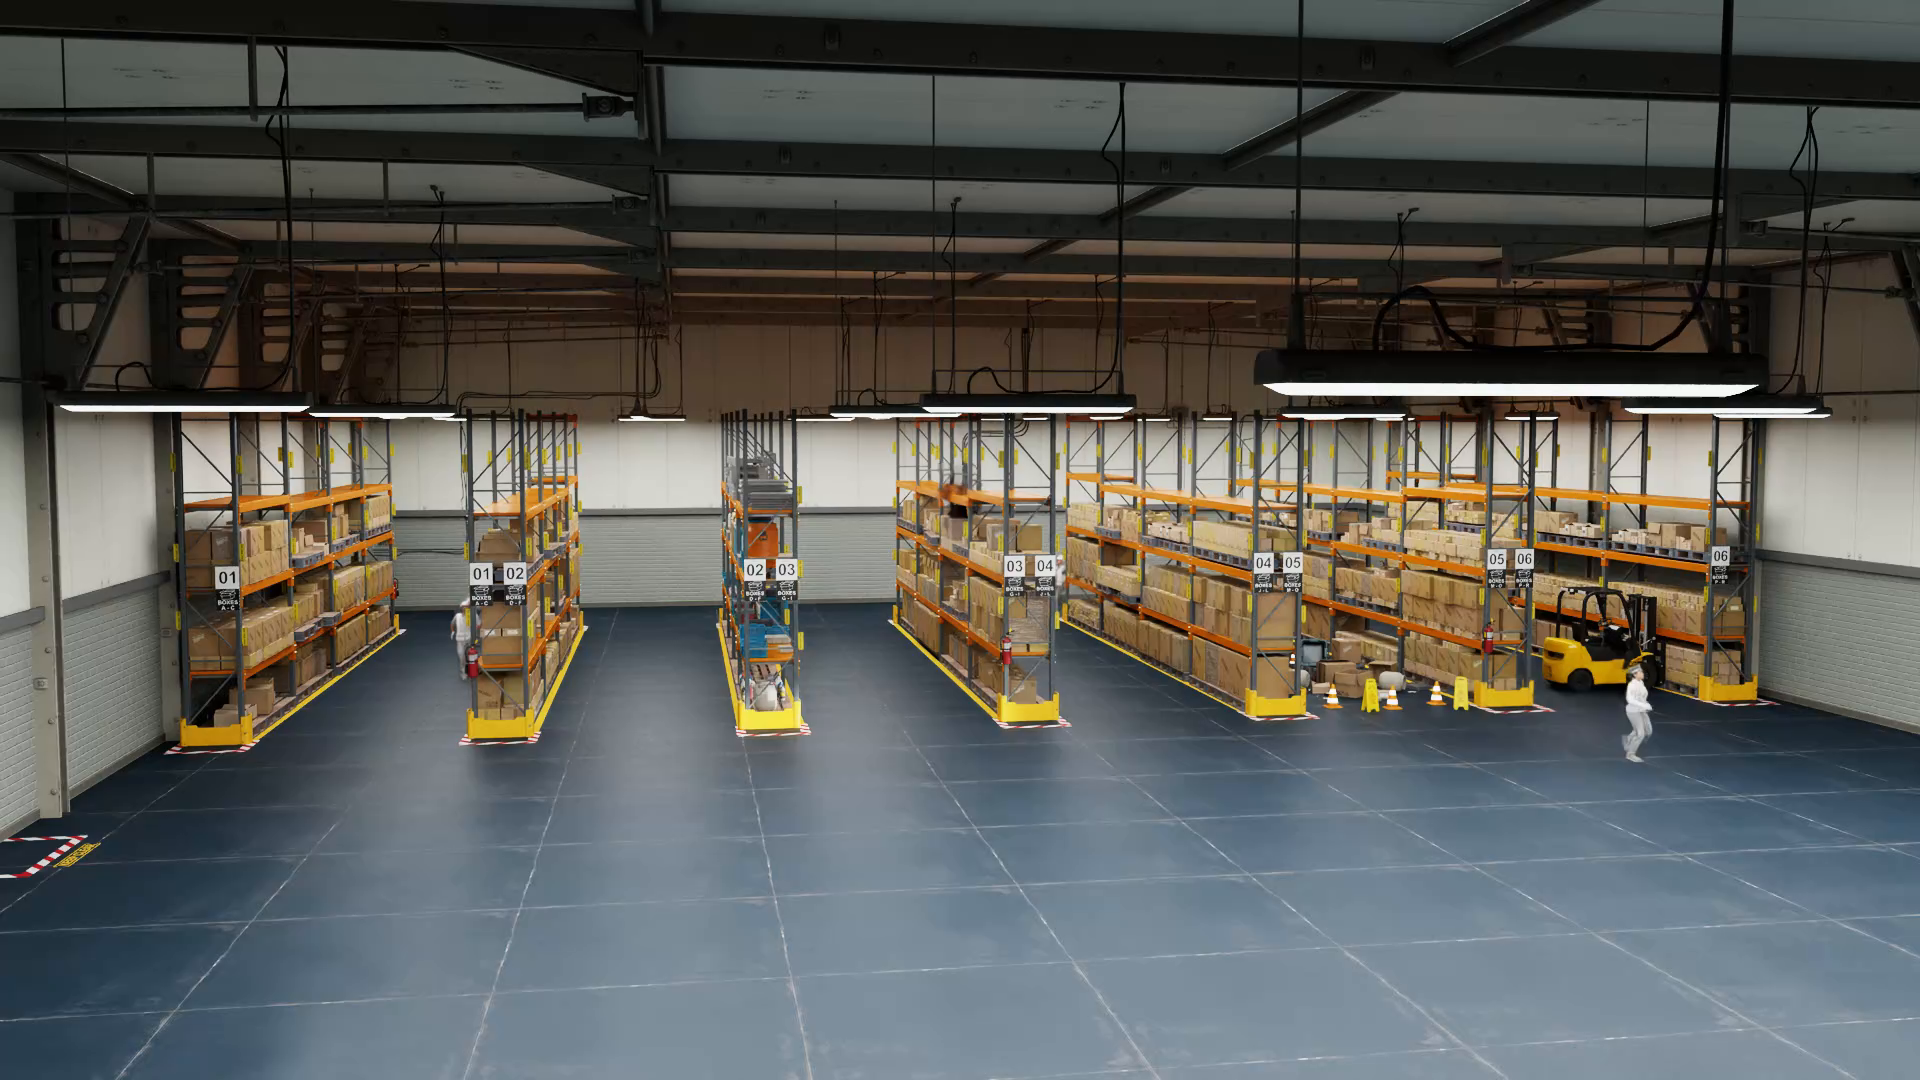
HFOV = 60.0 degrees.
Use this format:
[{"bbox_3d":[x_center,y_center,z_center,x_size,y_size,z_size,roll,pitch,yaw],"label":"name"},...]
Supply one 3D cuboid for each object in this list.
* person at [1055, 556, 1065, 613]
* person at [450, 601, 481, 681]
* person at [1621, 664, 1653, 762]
[{"bbox_3d":[2.936,1.350,49.592,0.893,1.771,0.666,-3,5,-39],"label":"person"},{"bbox_3d":[-11.069,2.248,37.251,0.698,1.756,0.886,-1,4,-11],"label":"person"},{"bbox_3d":[11.501,2.927,28.239,0.561,1.664,0.658,3,5,40],"label":"person"}]
